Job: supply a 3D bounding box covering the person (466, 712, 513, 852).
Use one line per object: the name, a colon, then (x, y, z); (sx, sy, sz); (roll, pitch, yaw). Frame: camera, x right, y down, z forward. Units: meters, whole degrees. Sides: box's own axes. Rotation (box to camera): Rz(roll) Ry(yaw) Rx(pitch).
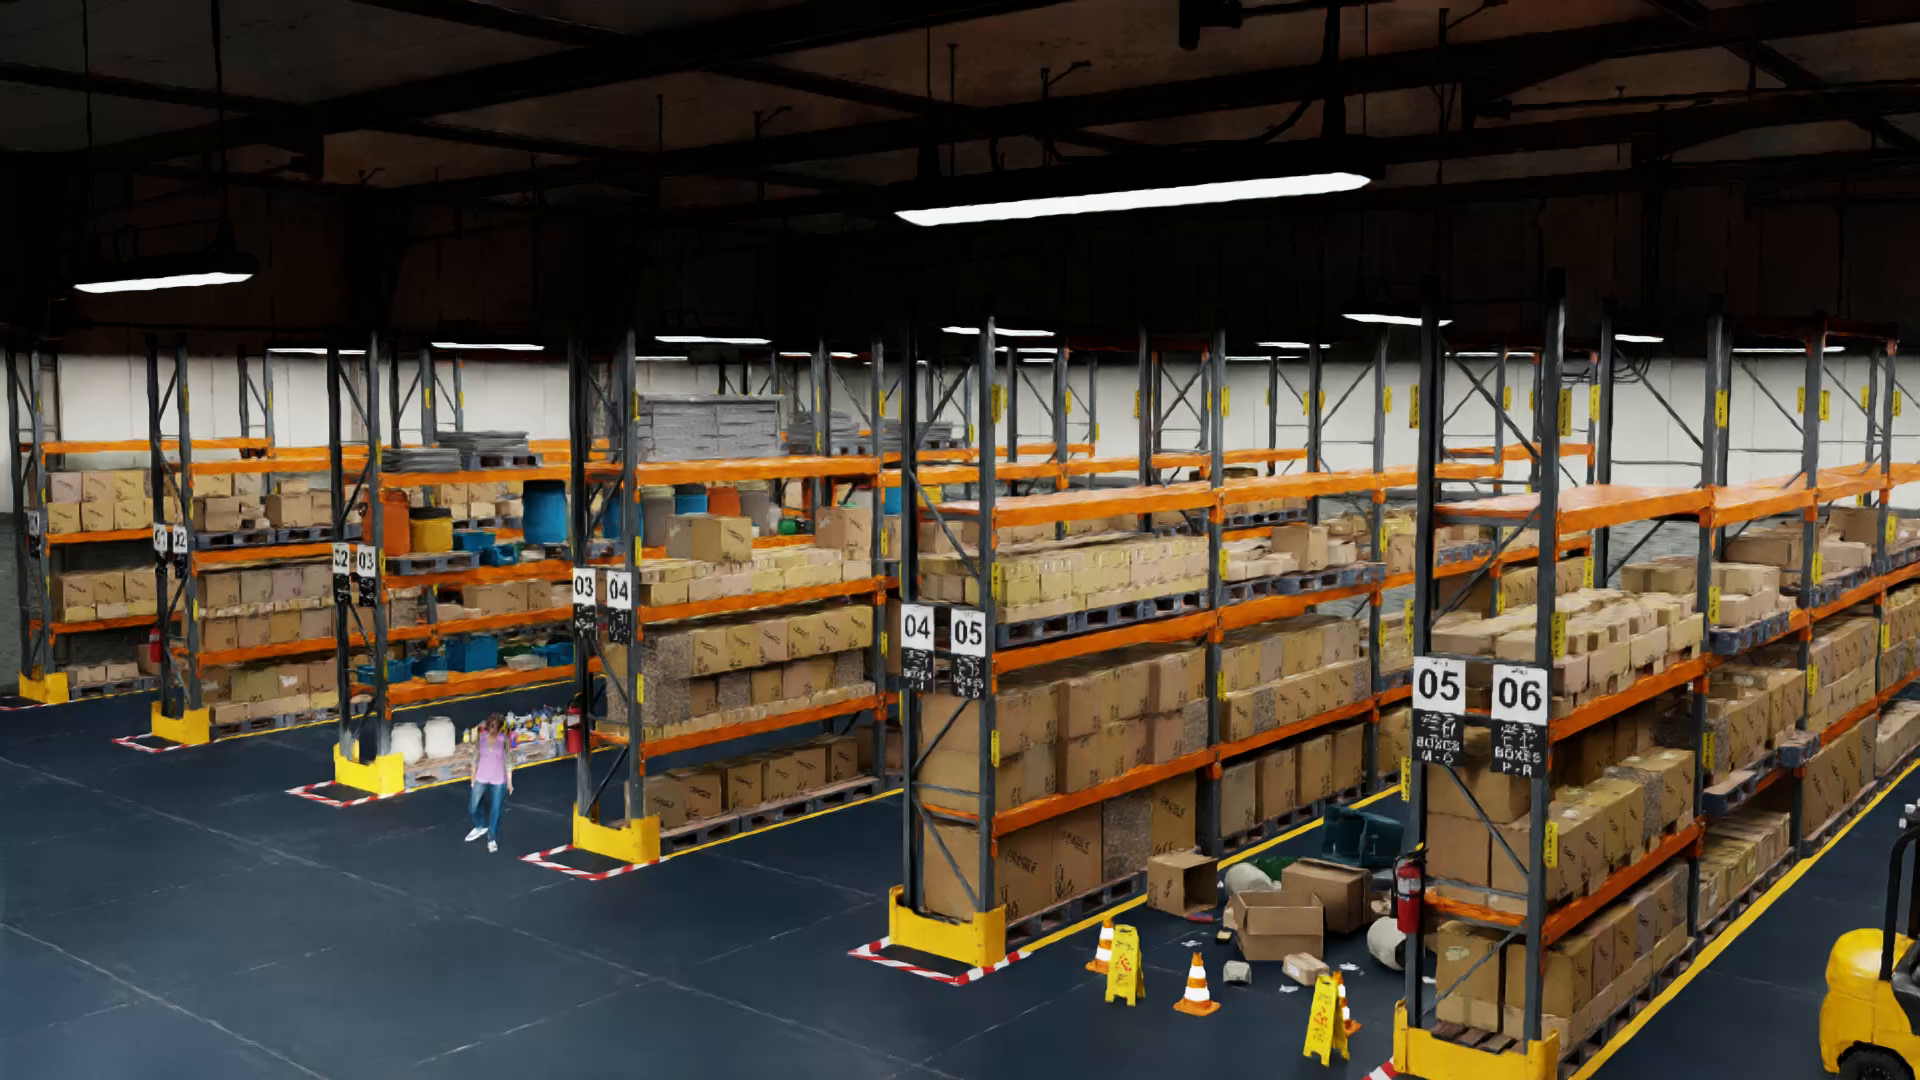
person: (-5.305, 2.706, 18.698); (0.583, 1.574, 0.465); (0, 5, -1)
